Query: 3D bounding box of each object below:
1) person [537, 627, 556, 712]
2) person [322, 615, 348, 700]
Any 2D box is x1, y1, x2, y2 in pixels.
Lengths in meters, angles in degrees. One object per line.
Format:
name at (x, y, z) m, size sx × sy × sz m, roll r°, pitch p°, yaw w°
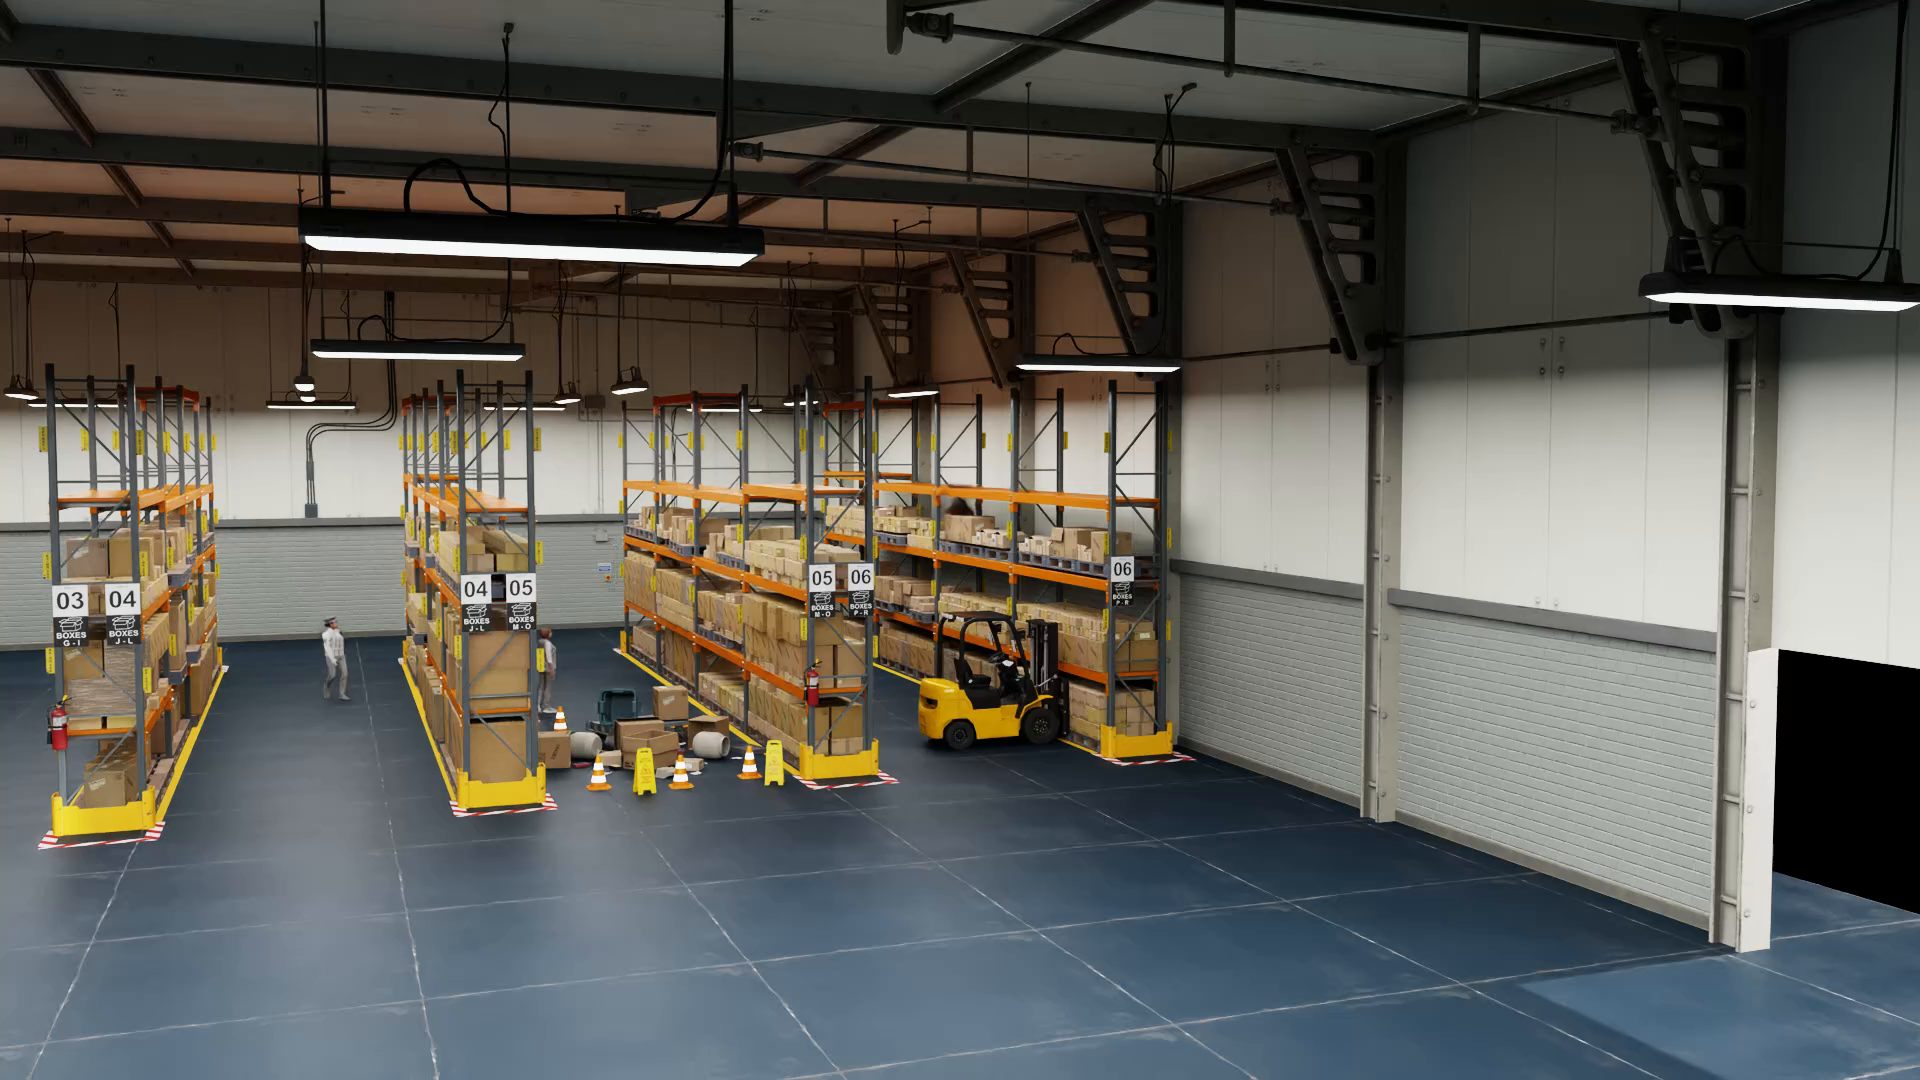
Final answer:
person at (-7.660, 2.406, 30.794) m, size 0.454 × 1.626 × 0.331 m, roll 2°, pitch 4°, yaw 31°
person at (-12.178, 2.292, 32.513) m, size 0.594 × 1.653 × 0.505 m, roll 2°, pitch 4°, yaw 36°
